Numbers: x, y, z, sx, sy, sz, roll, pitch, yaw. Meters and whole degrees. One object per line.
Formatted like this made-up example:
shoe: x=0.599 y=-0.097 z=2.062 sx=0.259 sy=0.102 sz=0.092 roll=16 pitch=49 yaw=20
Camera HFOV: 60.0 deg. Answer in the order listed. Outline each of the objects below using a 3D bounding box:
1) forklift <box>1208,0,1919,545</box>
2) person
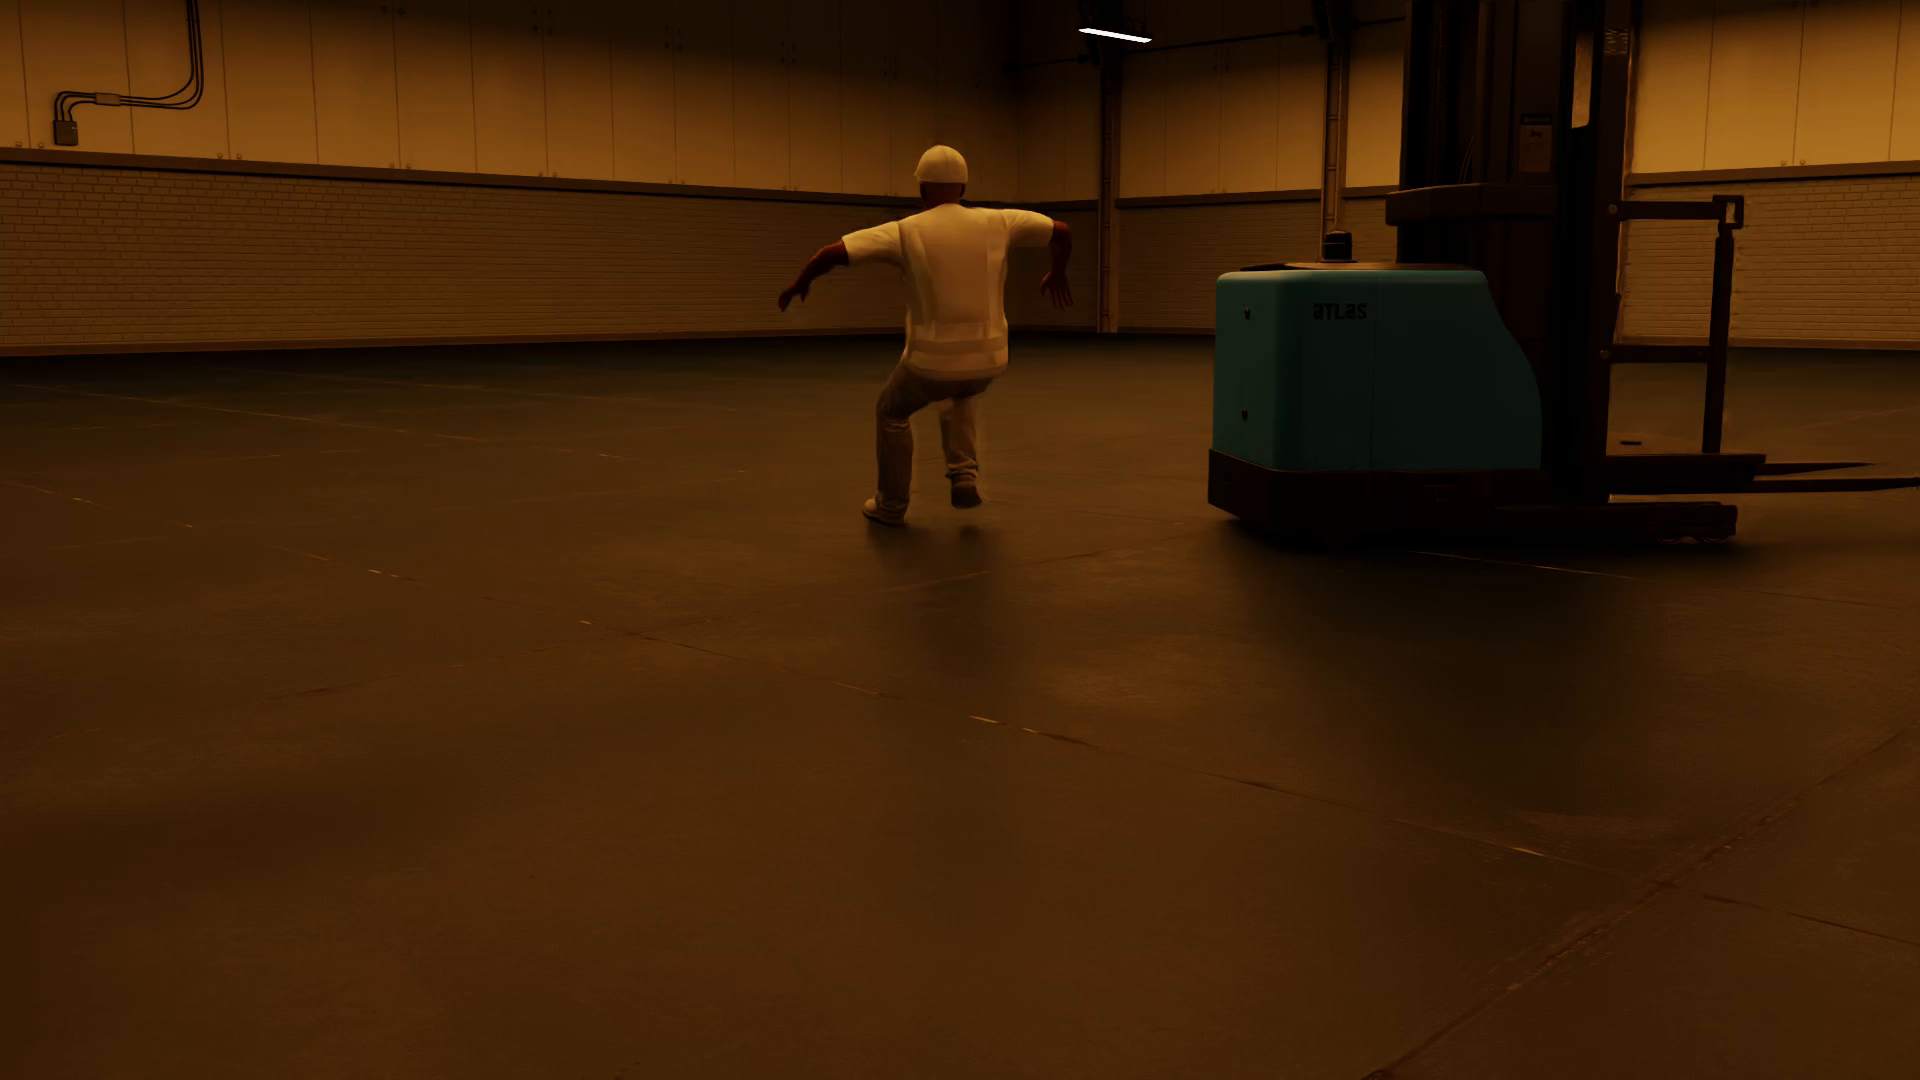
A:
forklift: x=2.648 y=-1.505 z=6.869 sx=3.031 sy=2.935 sz=1.130 roll=-1 pitch=9 yaw=-7
person: x=-0.134 y=-0.824 z=6.942 sx=1.242 sy=1.576 sz=0.851 roll=-3 pitch=9 yaw=-20
